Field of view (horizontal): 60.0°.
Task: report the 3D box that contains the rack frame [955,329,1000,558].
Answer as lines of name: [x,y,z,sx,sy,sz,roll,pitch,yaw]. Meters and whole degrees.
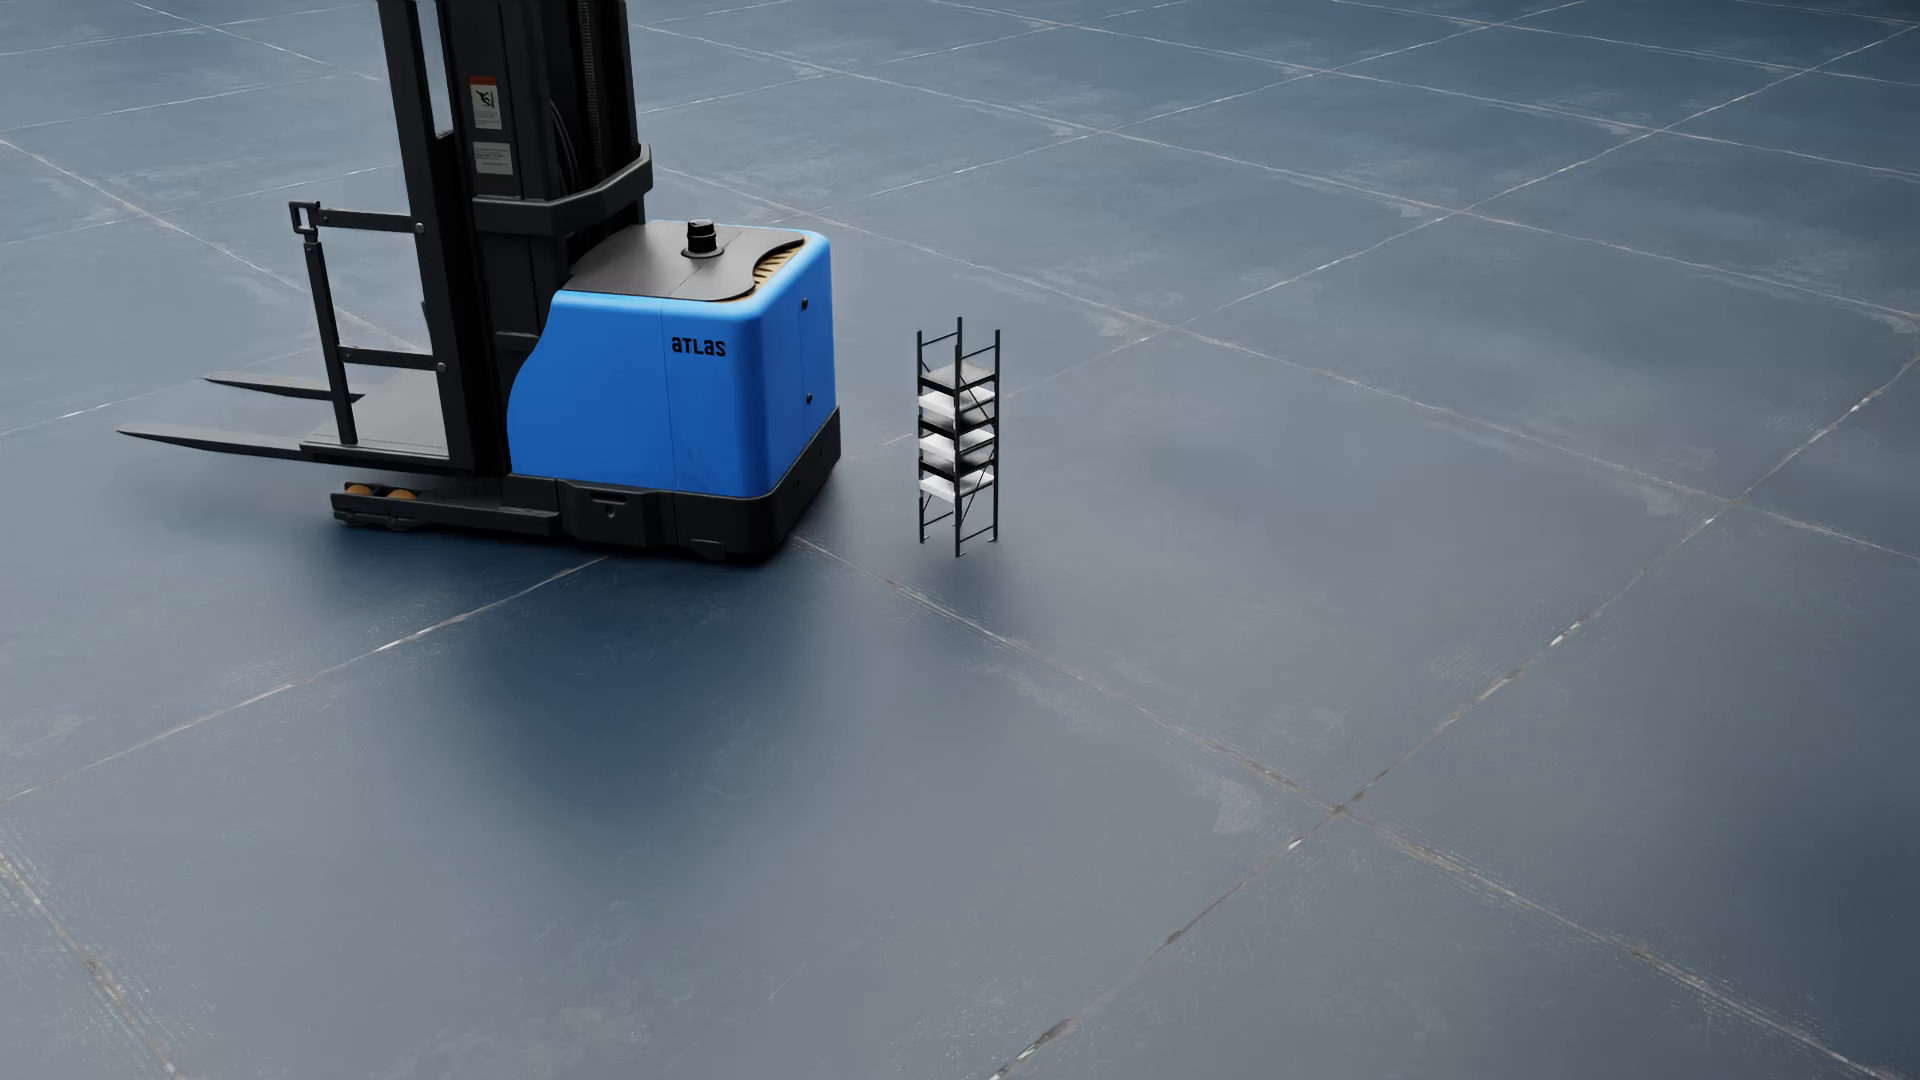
rack frame: [0.067,-0.368,6.483,0.006,0.900,0.240,25,36,38]

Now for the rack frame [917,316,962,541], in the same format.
rack frame: [-0.078,-0.434,6.609,0.006,0.900,0.240,25,36,38]

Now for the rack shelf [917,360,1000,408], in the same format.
rack shelf: [-0.006,-0.610,6.435,0.200,0.077,0.258,25,36,38]

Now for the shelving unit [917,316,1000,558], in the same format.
shelving unit: [-0.006,-0.401,6.546,0.210,0.900,0.258,25,36,38]

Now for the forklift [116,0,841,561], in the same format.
forklift: [-2.095,-1.565,6.576,3.031,2.935,1.130,6,28,12]

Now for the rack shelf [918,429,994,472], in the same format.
rack shelf: [-0.006,-0.371,6.561,0.200,0.077,0.258,25,36,38]

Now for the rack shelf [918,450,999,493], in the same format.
rack shelf: [-0.006,-0.292,6.603,0.200,0.077,0.258,25,36,38]

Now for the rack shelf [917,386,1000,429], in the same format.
rack shelf: [-0.006,-0.531,6.477,0.200,0.077,0.258,25,36,38]

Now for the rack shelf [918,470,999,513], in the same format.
rack shelf: [-0.006,-0.212,6.645,0.200,0.077,0.258,25,36,38]

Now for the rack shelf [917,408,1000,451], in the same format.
rack shelf: [-0.006,-0.451,6.519,0.200,0.077,0.258,25,36,38]
